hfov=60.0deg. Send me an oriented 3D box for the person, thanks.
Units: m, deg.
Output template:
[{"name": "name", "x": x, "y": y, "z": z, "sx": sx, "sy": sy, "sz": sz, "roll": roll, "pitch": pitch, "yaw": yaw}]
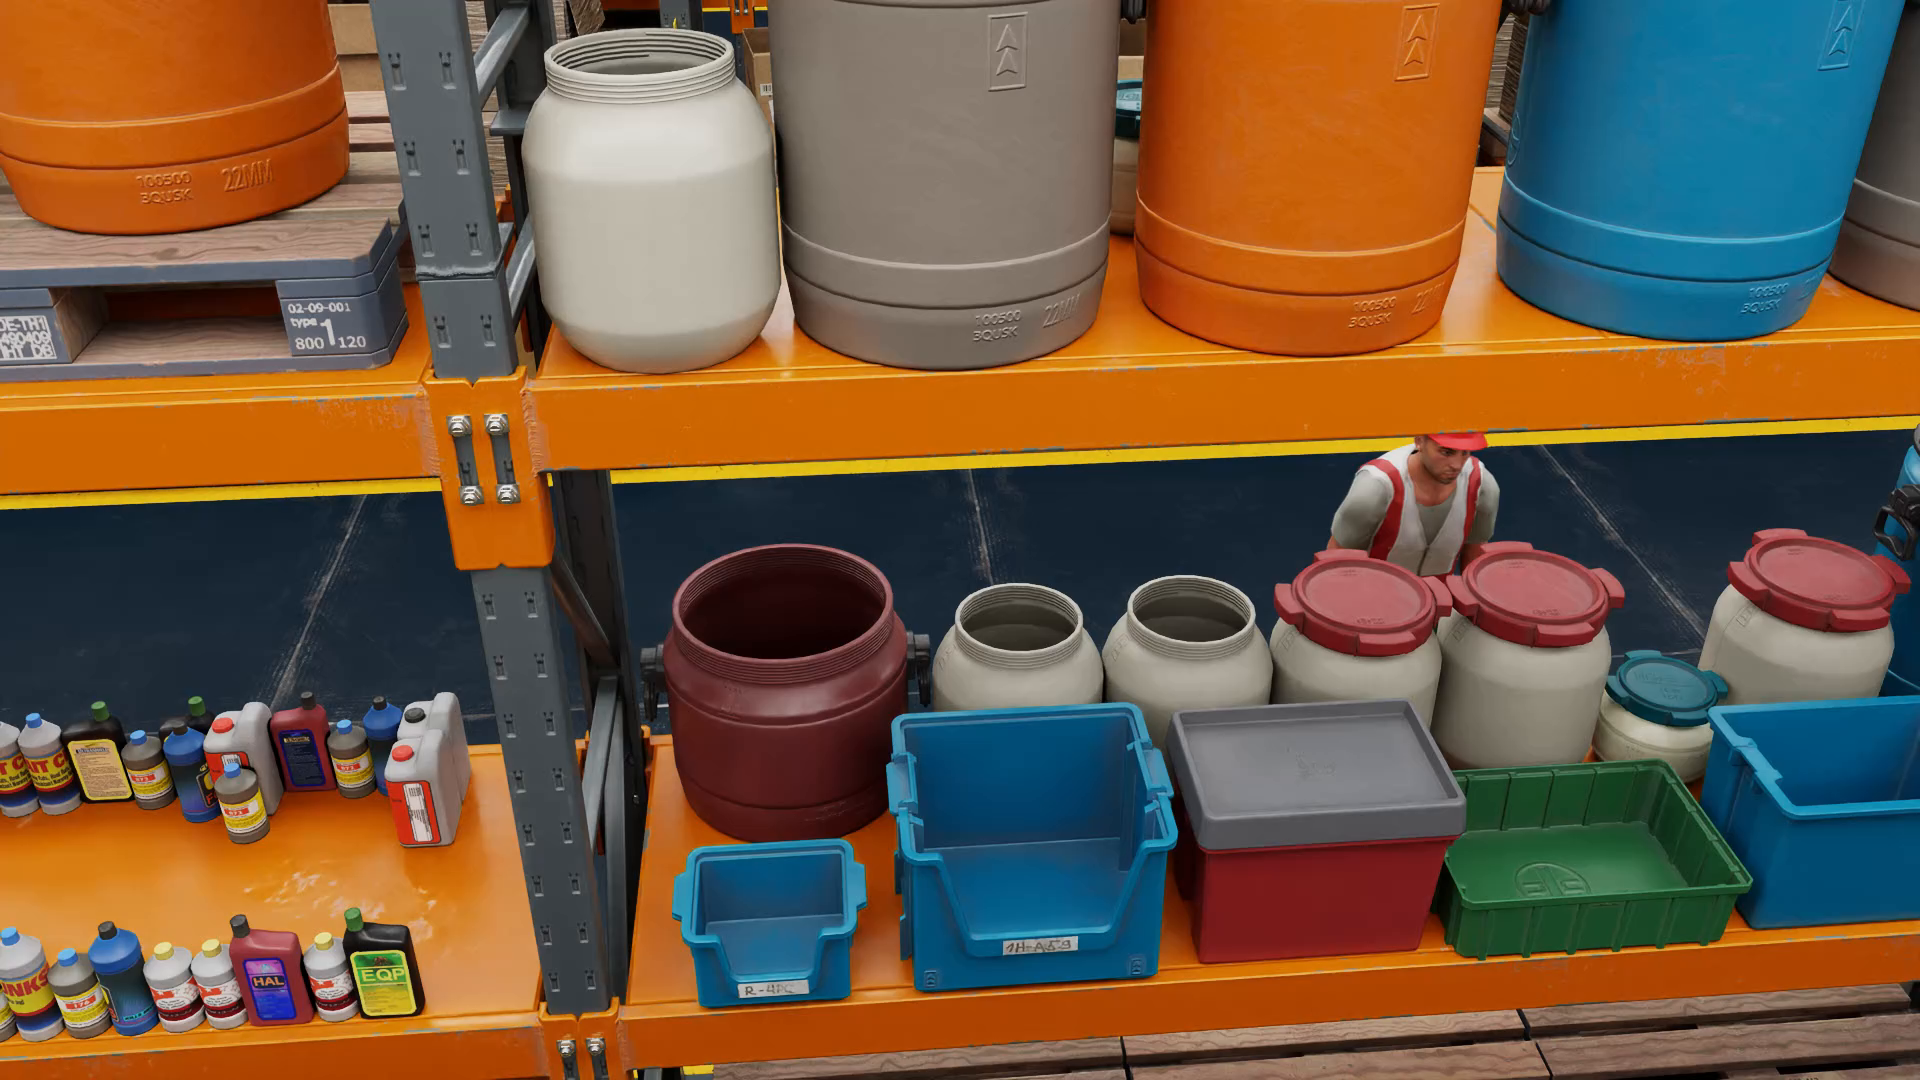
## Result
[{"name": "person", "x": 1.498, "y": 0.282, "z": 5.644, "sx": 0.623, "sy": 1.780, "sz": 0.450, "roll": -4, "pitch": 31, "yaw": -6}]
